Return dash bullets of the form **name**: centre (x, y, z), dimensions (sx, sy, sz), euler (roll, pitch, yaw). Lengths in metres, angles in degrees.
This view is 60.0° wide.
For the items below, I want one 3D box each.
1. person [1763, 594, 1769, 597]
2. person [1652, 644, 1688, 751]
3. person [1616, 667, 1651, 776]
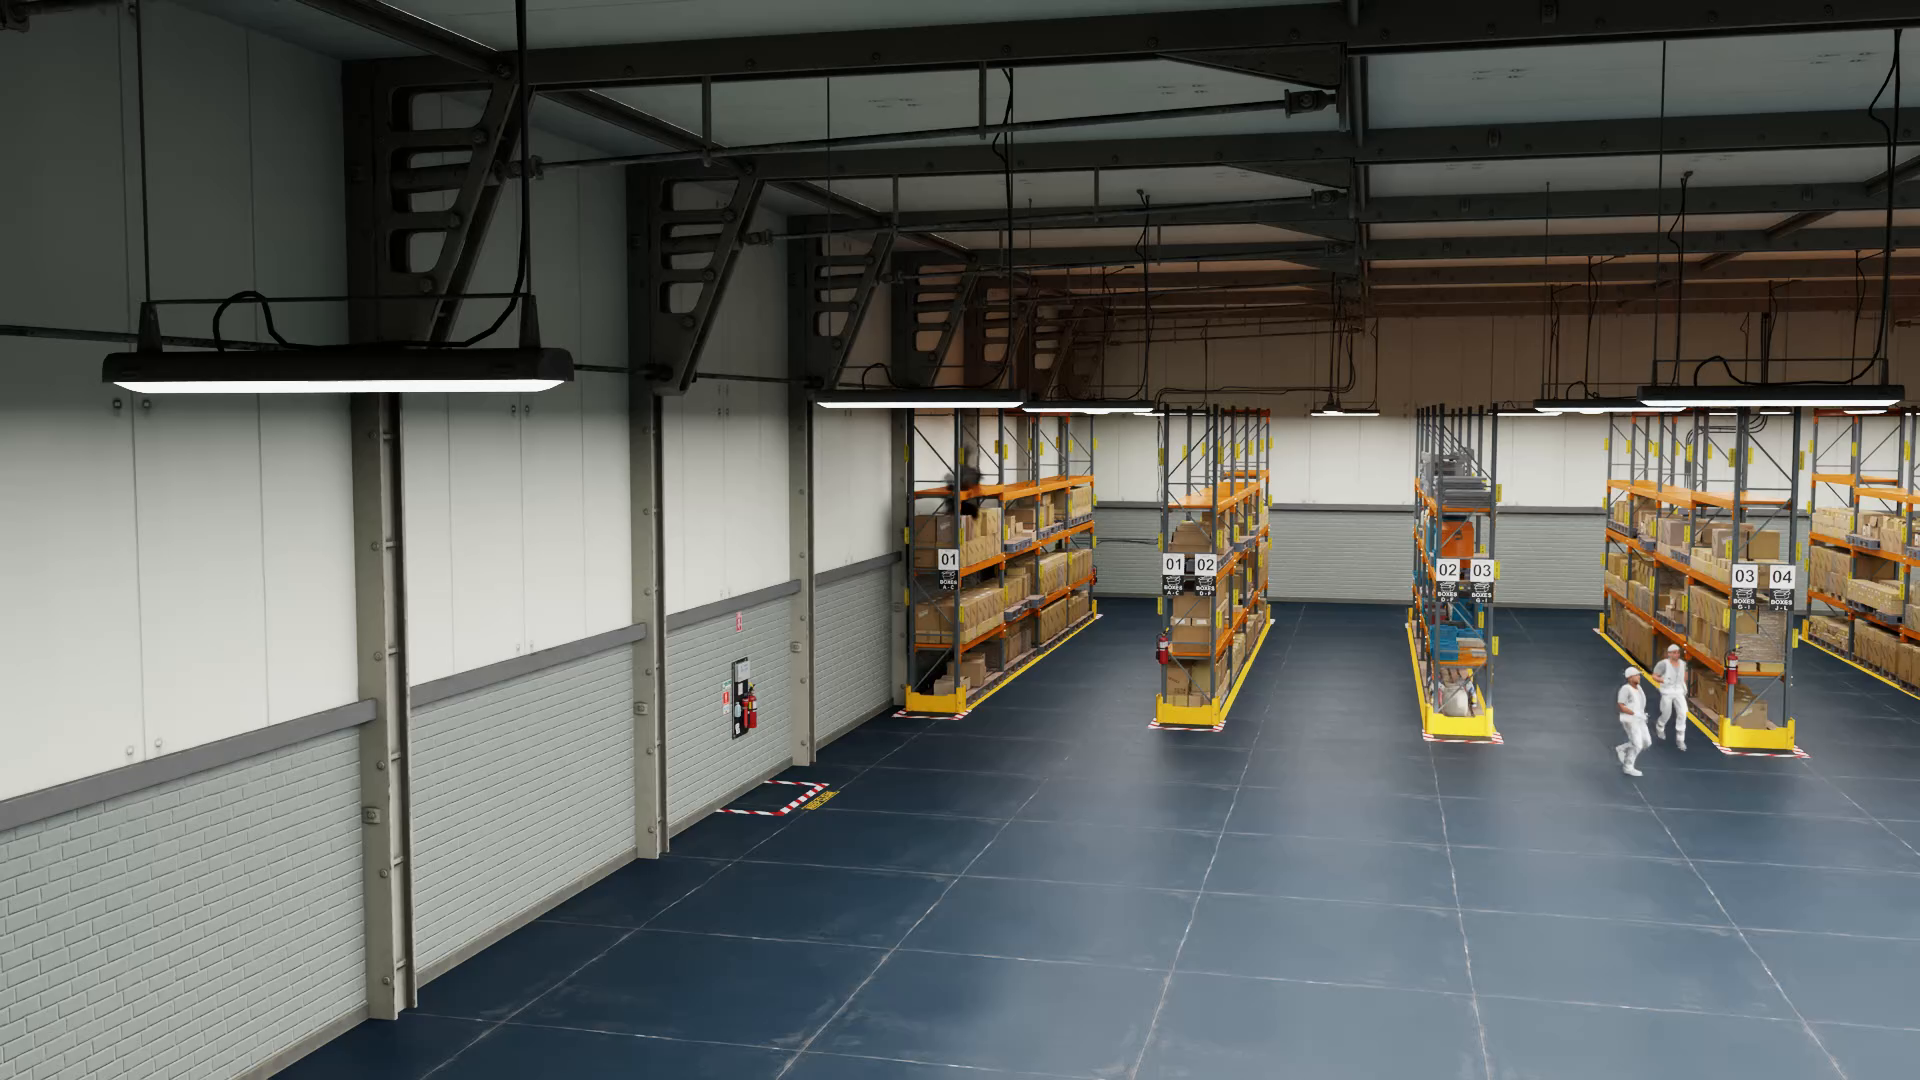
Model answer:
- **person**: centre (21.340, 1.693, 44.002), dimensions (0.613, 1.716, 0.725), euler (-1, 4, -12)
- **person**: centre (12.453, 2.711, 29.118), dimensions (0.686, 1.798, 0.953), euler (0, 4, 1)
- **person**: centre (10.825, 2.912, 26.768), dimensions (0.685, 1.736, 0.599), euler (-4, 6, -45)
